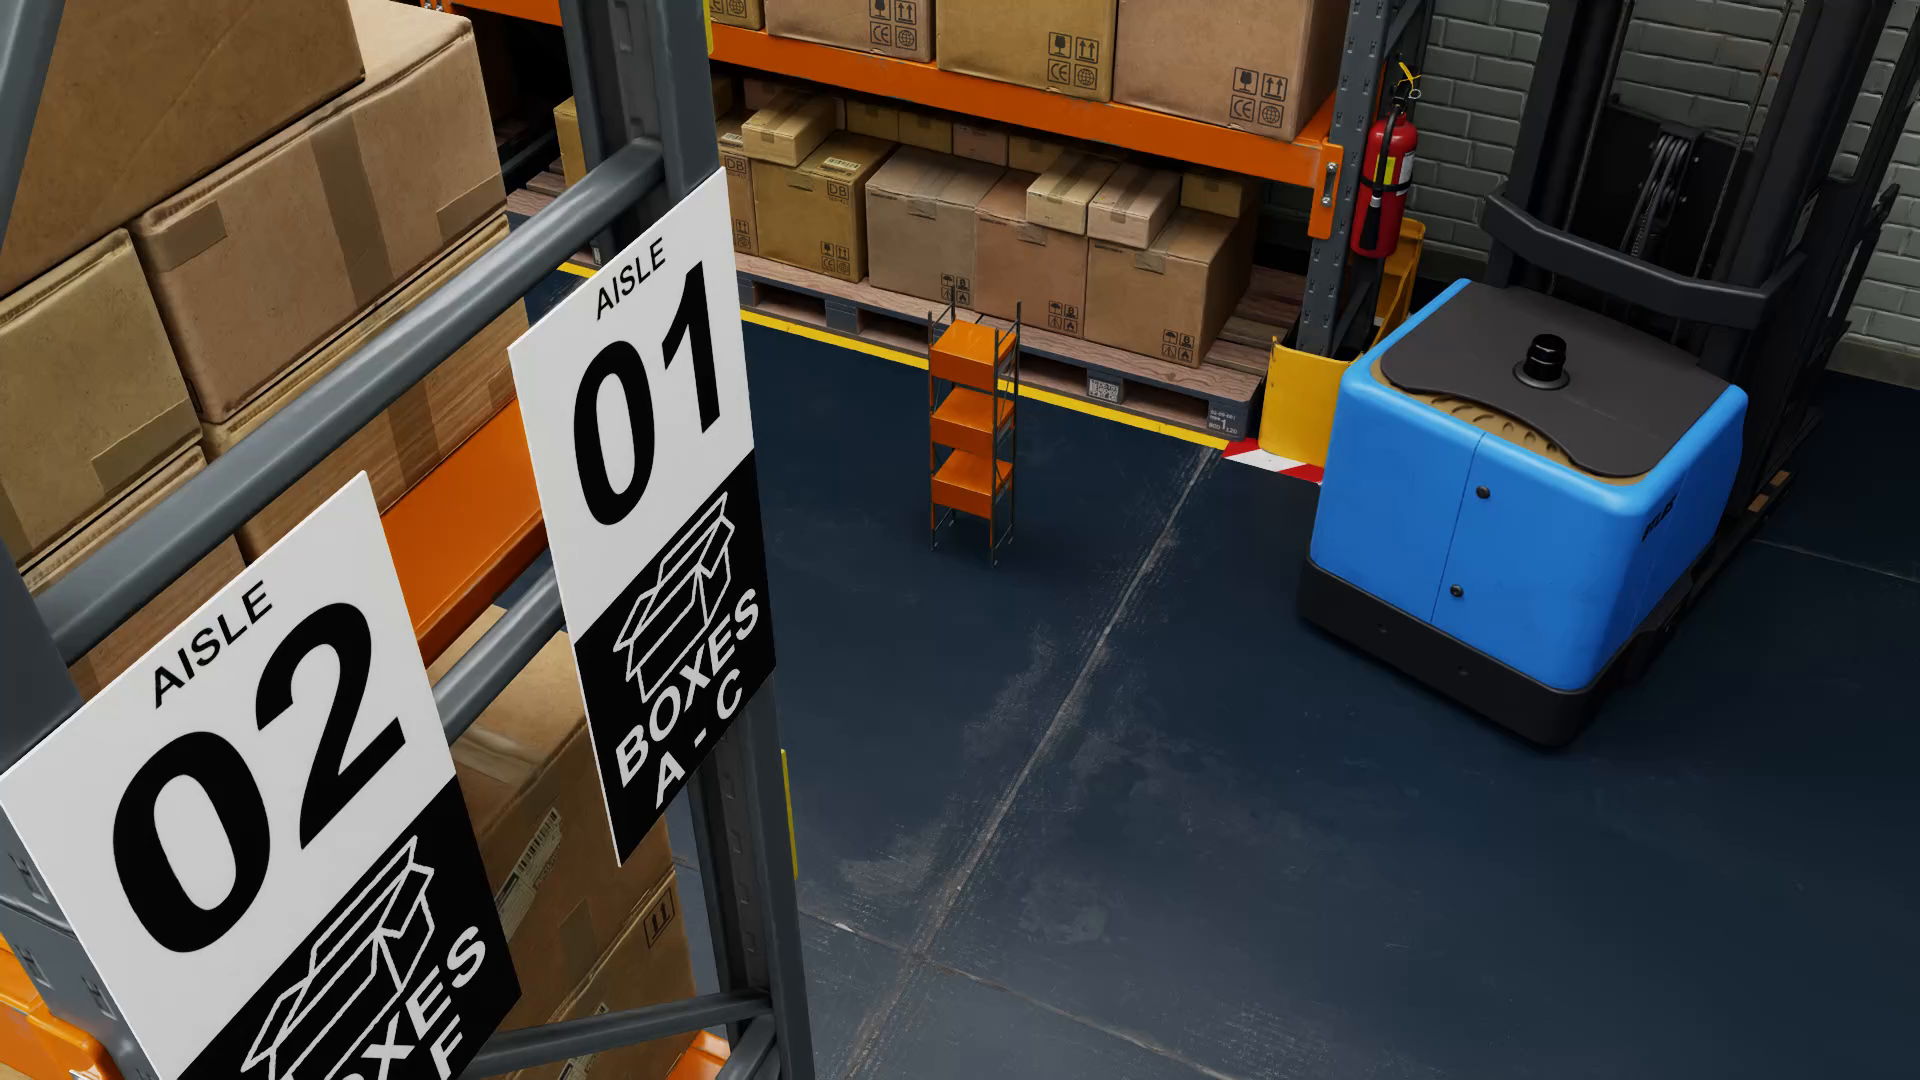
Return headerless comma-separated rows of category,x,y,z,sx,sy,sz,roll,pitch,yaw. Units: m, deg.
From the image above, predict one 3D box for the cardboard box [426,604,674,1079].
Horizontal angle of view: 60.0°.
cardboard box,-0.823,0.441,2.611,0.500,0.500,0.500,18,44,20

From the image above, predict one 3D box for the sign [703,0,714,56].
sign,-0.303,-0.650,1.752,0.005,0.325,0.100,17,44,19

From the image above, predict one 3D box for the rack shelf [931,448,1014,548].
rack shelf,0.048,-0.164,6.078,0.240,0.259,0.215,17,44,19

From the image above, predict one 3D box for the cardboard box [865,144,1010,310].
cardboard box,-0.028,-1.431,7.199,0.500,0.500,0.700,16,43,17

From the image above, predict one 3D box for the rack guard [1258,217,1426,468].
rack guard,1.580,-0.854,6.853,0.348,0.500,1.175,17,44,19

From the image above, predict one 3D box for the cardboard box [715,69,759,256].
cardboard box,-0.978,-1.718,7.530,0.500,0.500,0.700,17,44,18

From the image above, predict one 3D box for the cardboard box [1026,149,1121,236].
cardboard box,0.457,-1.397,6.664,0.250,0.149,0.380,18,44,20

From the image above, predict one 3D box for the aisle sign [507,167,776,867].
aisle sign,-0.347,-0.002,1.977,0.004,0.787,0.394,17,44,19

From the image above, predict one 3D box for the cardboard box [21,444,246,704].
cardboard box,-1.110,0.074,1.699,0.500,0.250,0.500,17,44,19

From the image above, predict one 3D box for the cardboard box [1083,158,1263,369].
cardboard box,0.882,-1.154,6.879,0.500,0.500,0.700,17,44,19

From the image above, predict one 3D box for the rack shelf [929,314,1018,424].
rack shelf,0.048,-0.588,5.710,0.240,0.259,0.215,17,44,19

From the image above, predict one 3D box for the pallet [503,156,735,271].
pallet,-1.410,-1.602,7.937,1.213,0.211,1.003,17,44,19

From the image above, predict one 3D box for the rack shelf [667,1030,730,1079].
rack shelf,-2.345,0.854,3.524,4.000,0.370,1.077,17,44,19

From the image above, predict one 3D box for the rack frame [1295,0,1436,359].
rack frame,1.559,-1.805,6.042,0.127,3.000,1.000,17,44,19

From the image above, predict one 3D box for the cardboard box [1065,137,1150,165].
cardboard box,0.620,-1.623,6.925,0.250,0.149,0.380,17,44,19

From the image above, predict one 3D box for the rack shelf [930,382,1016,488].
rack shelf,0.048,-0.374,5.896,0.240,0.259,0.215,17,44,19

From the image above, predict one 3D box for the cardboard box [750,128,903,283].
cardboard box,-0.514,-1.574,7.364,0.500,0.500,0.700,18,44,20

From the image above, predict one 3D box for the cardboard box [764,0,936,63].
cardboard box,-0.259,-2.465,6.575,0.700,0.700,0.980,15,43,17

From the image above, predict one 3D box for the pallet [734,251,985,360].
pallet,-0.301,-1.265,7.548,1.213,0.211,1.003,17,44,19

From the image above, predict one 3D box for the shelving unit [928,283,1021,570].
shelving unit,0.048,-0.382,5.889,0.252,1.050,0.215,17,44,19

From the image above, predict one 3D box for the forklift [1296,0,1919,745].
forklift,2.544,-1.328,5.544,1.130,2.935,3.031,30,49,30

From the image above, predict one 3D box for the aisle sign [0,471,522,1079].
aisle sign,-0.600,0.355,1.566,0.004,0.787,0.394,17,44,19

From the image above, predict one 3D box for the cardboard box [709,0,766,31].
cardboard box,-0.922,-2.661,6.801,0.700,0.700,0.980,16,43,18

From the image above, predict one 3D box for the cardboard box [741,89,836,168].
cardboard box,-0.726,-1.757,7.079,0.250,0.149,0.380,16,43,17

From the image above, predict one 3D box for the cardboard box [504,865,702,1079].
cardboard box,-0.823,0.819,2.939,0.500,0.500,0.500,18,44,20

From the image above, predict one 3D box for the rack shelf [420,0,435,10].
rack shelf,-3.879,-3.195,8.195,4.000,0.370,1.077,17,44,19

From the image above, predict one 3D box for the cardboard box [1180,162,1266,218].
cardboard box,1.080,-1.483,6.763,0.250,0.149,0.380,17,44,19

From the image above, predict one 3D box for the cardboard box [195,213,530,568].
cardboard box,-0.891,-0.234,2.054,0.500,0.250,0.500,17,44,19

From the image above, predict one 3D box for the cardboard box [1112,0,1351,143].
cardboard box,1.092,-2.054,6.100,0.700,0.700,0.980,19,44,21

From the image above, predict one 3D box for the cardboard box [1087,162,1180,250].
cardboard box,0.688,-1.326,6.583,0.250,0.149,0.380,16,44,18

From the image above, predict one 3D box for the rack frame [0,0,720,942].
rack frame,-0.532,-1.131,0.684,0.127,3.000,1.000,17,44,19

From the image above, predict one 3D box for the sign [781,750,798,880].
sign,-0.303,0.487,2.737,0.005,0.325,0.100,17,44,19

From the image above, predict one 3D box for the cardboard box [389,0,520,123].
cardboard box,-2.710,-2.362,8.006,0.750,0.750,0.750,17,44,19

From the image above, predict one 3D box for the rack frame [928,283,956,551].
rack frame,-0.062,-0.416,5.928,0.008,1.050,0.200,17,44,19

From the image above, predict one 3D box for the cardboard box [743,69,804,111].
cardboard box,-0.762,-2.045,7.412,0.250,0.149,0.380,16,43,17

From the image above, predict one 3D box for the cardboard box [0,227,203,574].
cardboard box,-1.106,-0.120,1.541,0.500,0.250,0.500,17,44,19

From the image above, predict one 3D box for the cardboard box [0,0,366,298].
cardboard box,-1.005,-0.545,1.459,0.500,0.500,0.700,17,44,19

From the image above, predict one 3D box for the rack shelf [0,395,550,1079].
rack shelf,-2.345,-0.279,2.541,4.000,0.370,1.077,17,44,19

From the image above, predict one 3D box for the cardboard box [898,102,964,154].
cardboard box,-0.070,-1.833,7.167,0.250,0.149,0.380,17,44,19

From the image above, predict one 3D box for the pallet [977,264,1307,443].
pallet,0.801,-0.926,7.158,1.213,0.211,1.003,17,44,19

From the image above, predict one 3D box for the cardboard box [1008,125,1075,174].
cardboard box,0.394,-1.692,7.005,0.250,0.149,0.380,17,44,19

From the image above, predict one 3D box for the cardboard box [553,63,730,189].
cardboard box,-1.432,-1.859,7.692,0.500,0.500,0.700,18,44,19

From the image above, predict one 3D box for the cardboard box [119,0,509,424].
cardboard box,-0.888,-0.426,1.894,0.500,0.250,0.500,17,44,19

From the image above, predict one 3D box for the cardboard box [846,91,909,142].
cardboard box,-0.299,-1.903,7.248,0.250,0.149,0.380,16,43,18

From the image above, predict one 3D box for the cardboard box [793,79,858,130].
cardboard box,-0.533,-1.974,7.330,0.250,0.149,0.380,17,44,19

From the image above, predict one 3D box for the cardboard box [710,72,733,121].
cardboard box,-1.199,-1.901,7.246,0.250,0.149,0.380,18,44,20

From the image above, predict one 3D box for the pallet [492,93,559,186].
pallet,-2.797,-2.028,8.429,1.213,0.211,1.003,17,44,19

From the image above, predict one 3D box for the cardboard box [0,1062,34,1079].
cardboard box,-1.052,0.761,2.243,0.500,0.500,0.500,17,44,18

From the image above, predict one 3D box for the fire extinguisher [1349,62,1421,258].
fire extinguisher,1.500,-1.319,5.826,0.183,0.674,0.296,17,44,19

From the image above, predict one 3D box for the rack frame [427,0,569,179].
rack frame,-2.066,-2.913,7.320,0.127,3.000,1.000,17,44,19

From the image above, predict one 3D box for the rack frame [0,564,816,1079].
rack frame,-0.532,1.136,2.649,0.127,3.000,1.000,17,44,19

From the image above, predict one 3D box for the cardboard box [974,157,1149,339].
cardboard box,0.428,-1.292,7.039,0.500,0.500,0.700,17,44,19

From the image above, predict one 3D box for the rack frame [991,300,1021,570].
rack frame,0.159,-0.348,5.850,0.008,1.050,0.200,17,44,19

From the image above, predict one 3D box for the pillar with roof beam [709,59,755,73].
pillar with roof beam,-2.886,-2.944,2.776,0.400,9.000,9.100,17,44,19

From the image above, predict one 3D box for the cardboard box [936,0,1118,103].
cardboard box,0.428,-2.249,6.325,0.700,0.700,0.980,17,44,18

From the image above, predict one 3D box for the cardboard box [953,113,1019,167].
cardboard box,0.163,-1.762,7.086,0.250,0.149,0.380,18,44,19

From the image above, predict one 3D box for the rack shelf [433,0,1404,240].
rack shelf,-0.254,-2.087,6.917,4.000,0.370,1.077,17,44,19
